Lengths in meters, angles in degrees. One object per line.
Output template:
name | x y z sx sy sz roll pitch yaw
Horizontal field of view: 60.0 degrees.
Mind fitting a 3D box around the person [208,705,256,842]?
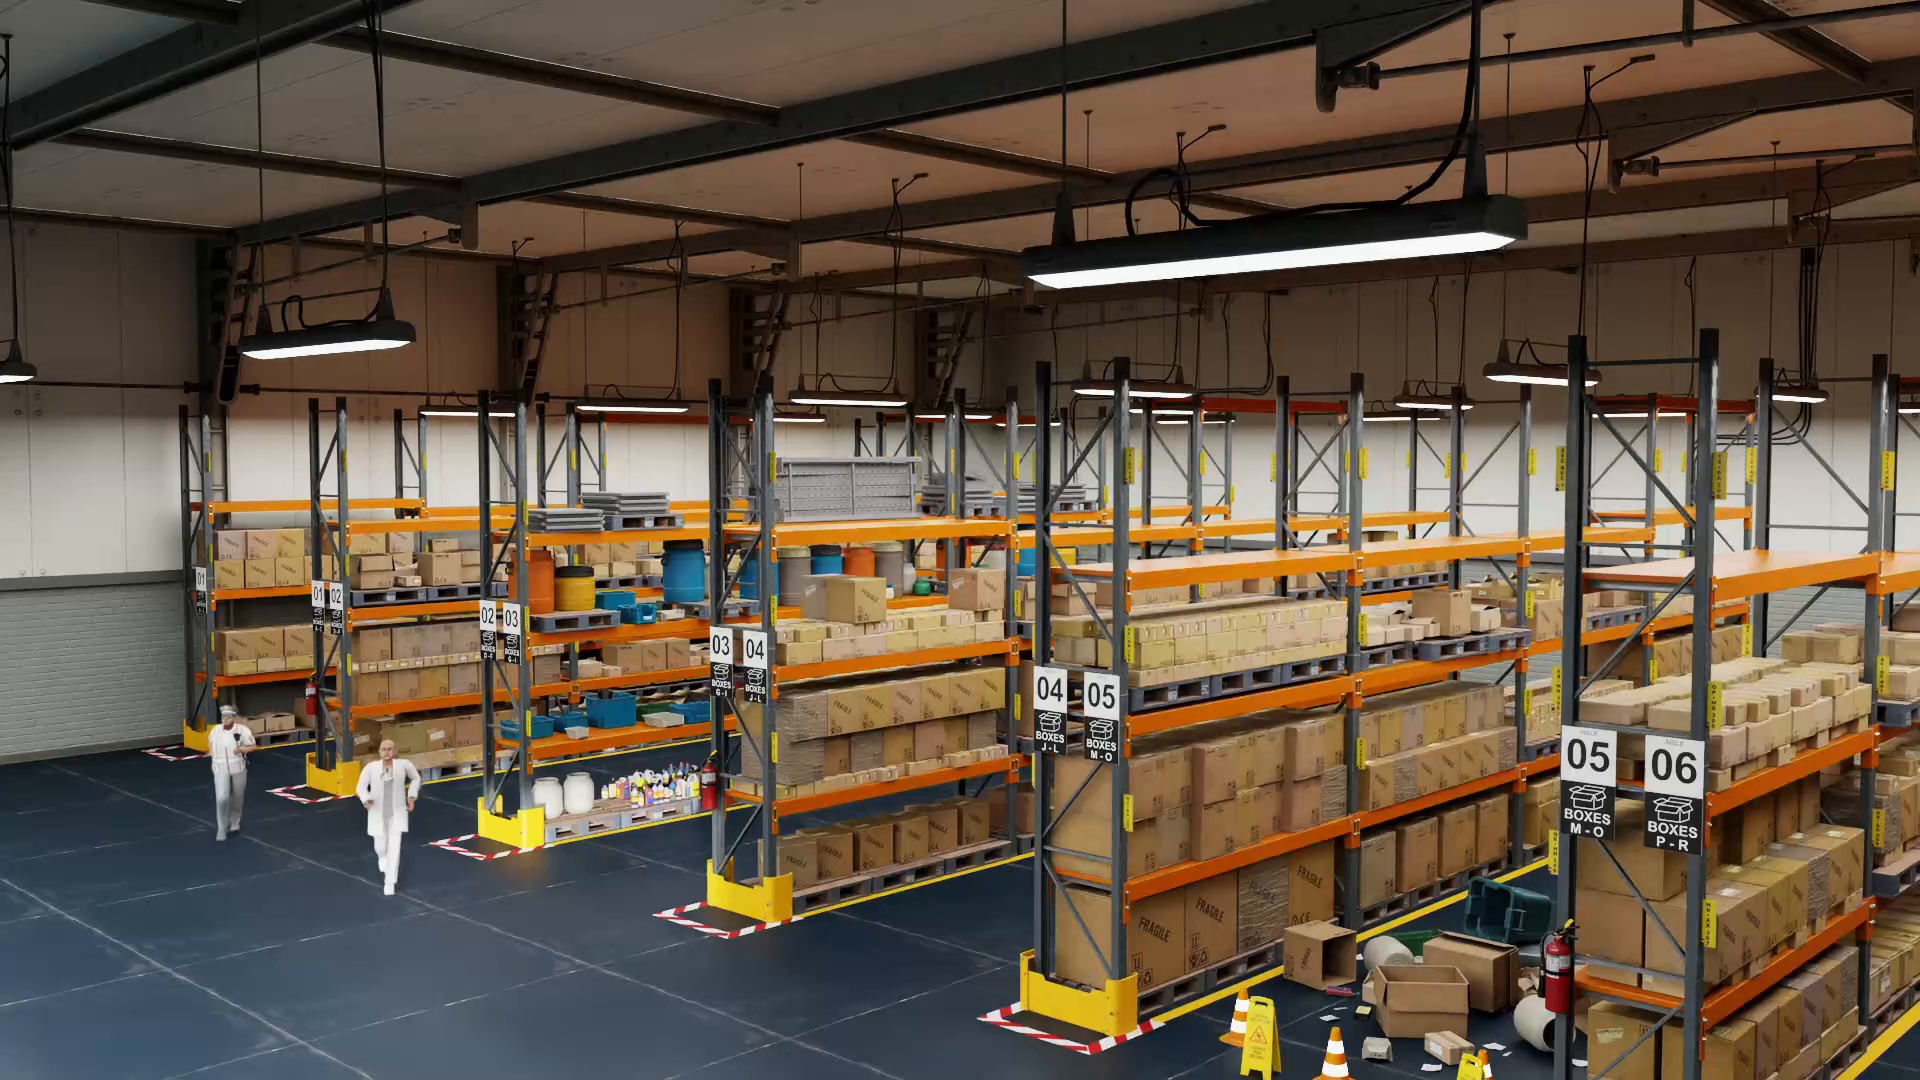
person | -9.764 3.128 22.301 0.624 1.859 0.777 -1 3 -19

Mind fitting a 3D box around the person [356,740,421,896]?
person | -6.789 3.255 19.774 0.724 1.779 0.923 -1 3 -17
